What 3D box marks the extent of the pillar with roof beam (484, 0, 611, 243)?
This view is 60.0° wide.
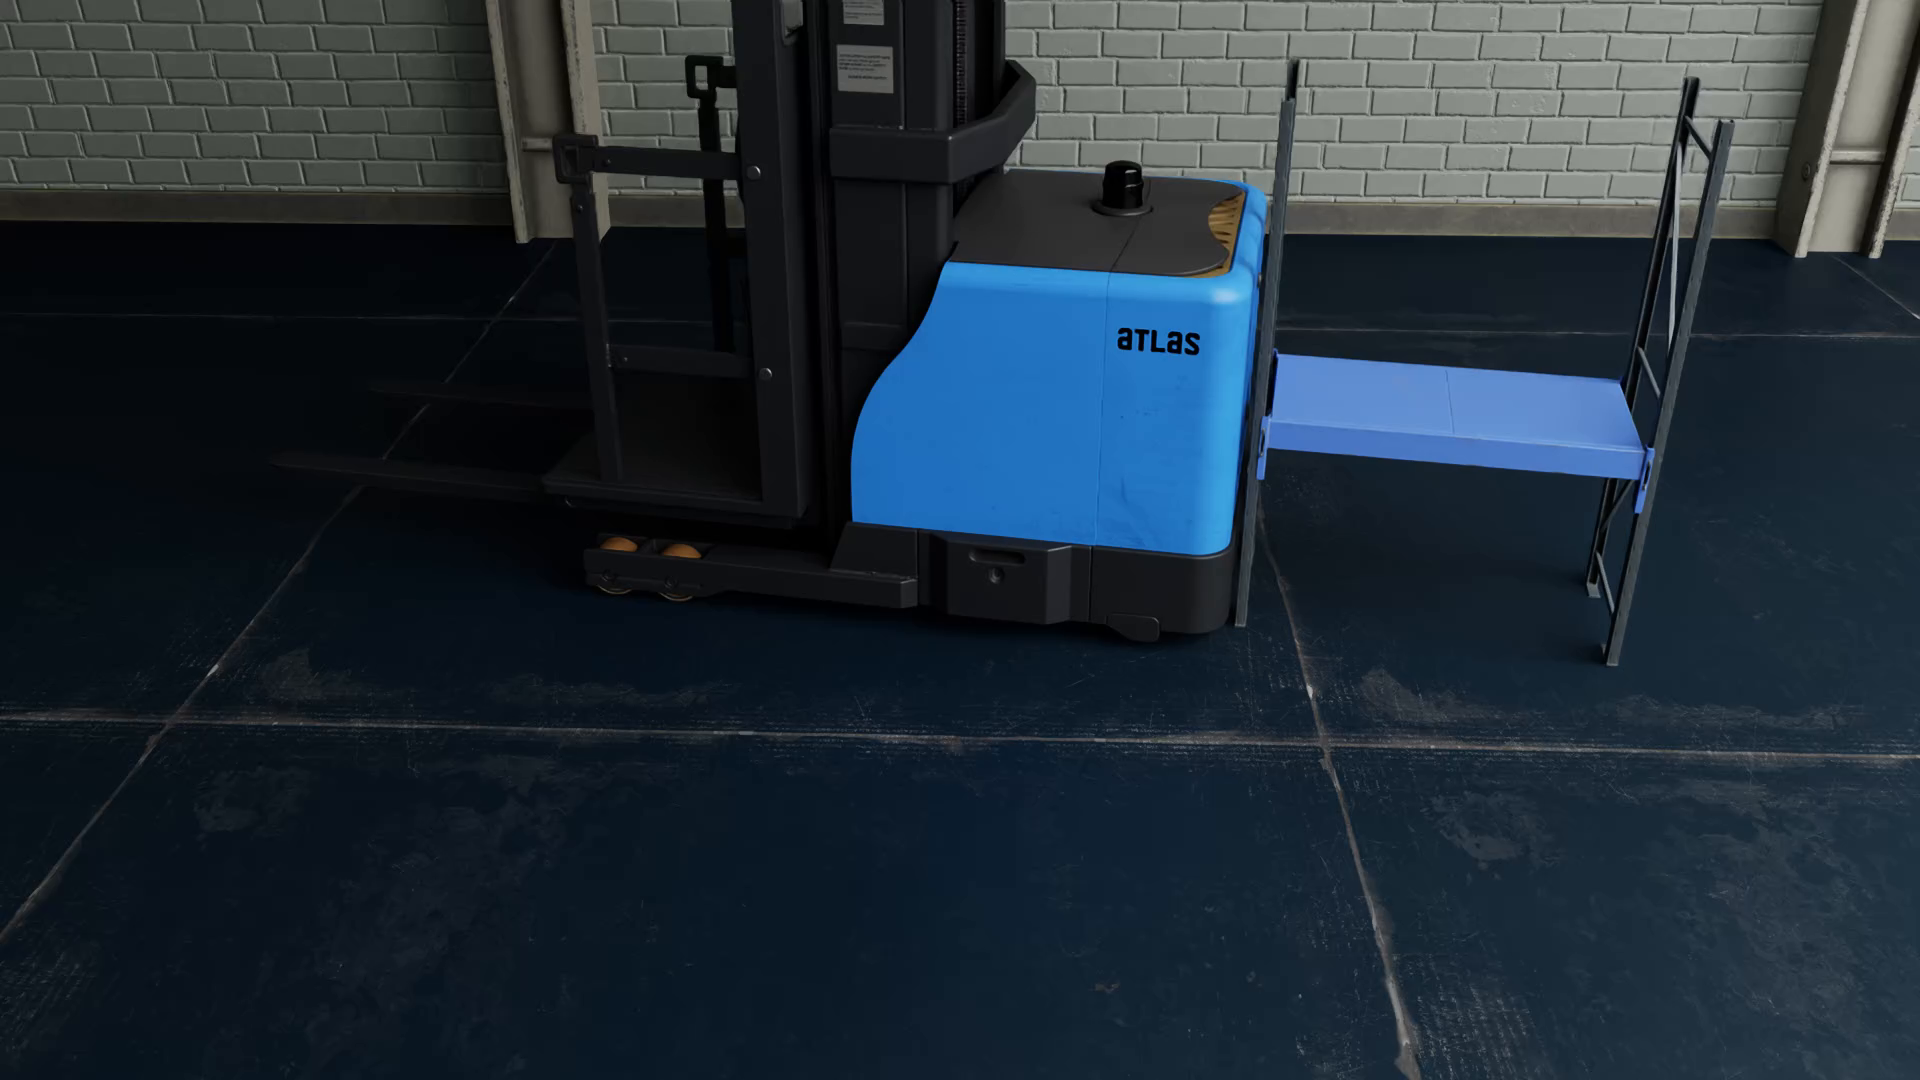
[{"bbox_3d":[-2.067,-3.444,2.139,0.400,9.000,9.100,1,28,2],"label":"pillar with roof beam"}]

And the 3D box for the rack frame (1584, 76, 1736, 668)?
[{"bbox_3d":[1.849,-0.426,4.452,0.032,1.500,0.500,6,28,11],"label":"rack frame"}]

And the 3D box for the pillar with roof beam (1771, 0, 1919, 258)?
[{"bbox_3d":[3.930,-3.345,1.952,0.400,9.000,9.100,1,28,2],"label":"pillar with roof beam"}]

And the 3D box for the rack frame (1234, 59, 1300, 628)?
[{"bbox_3d":[0.854,-0.525,4.638,0.032,1.500,0.500,6,28,11],"label":"rack frame"}]

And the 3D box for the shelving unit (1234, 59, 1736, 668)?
[{"bbox_3d":[1.351,-0.475,4.545,1.048,1.500,0.538,6,28,11],"label":"shelving unit"}]

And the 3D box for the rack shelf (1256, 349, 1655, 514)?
[{"bbox_3d":[1.351,-0.316,4.630,1.000,0.185,0.538,6,28,11],"label":"rack shelf"}]

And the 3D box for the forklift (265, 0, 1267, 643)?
[{"bbox_3d":[-0.641,-1.349,4.665,3.031,2.935,1.130,6,28,11],"label":"forklift"}]
